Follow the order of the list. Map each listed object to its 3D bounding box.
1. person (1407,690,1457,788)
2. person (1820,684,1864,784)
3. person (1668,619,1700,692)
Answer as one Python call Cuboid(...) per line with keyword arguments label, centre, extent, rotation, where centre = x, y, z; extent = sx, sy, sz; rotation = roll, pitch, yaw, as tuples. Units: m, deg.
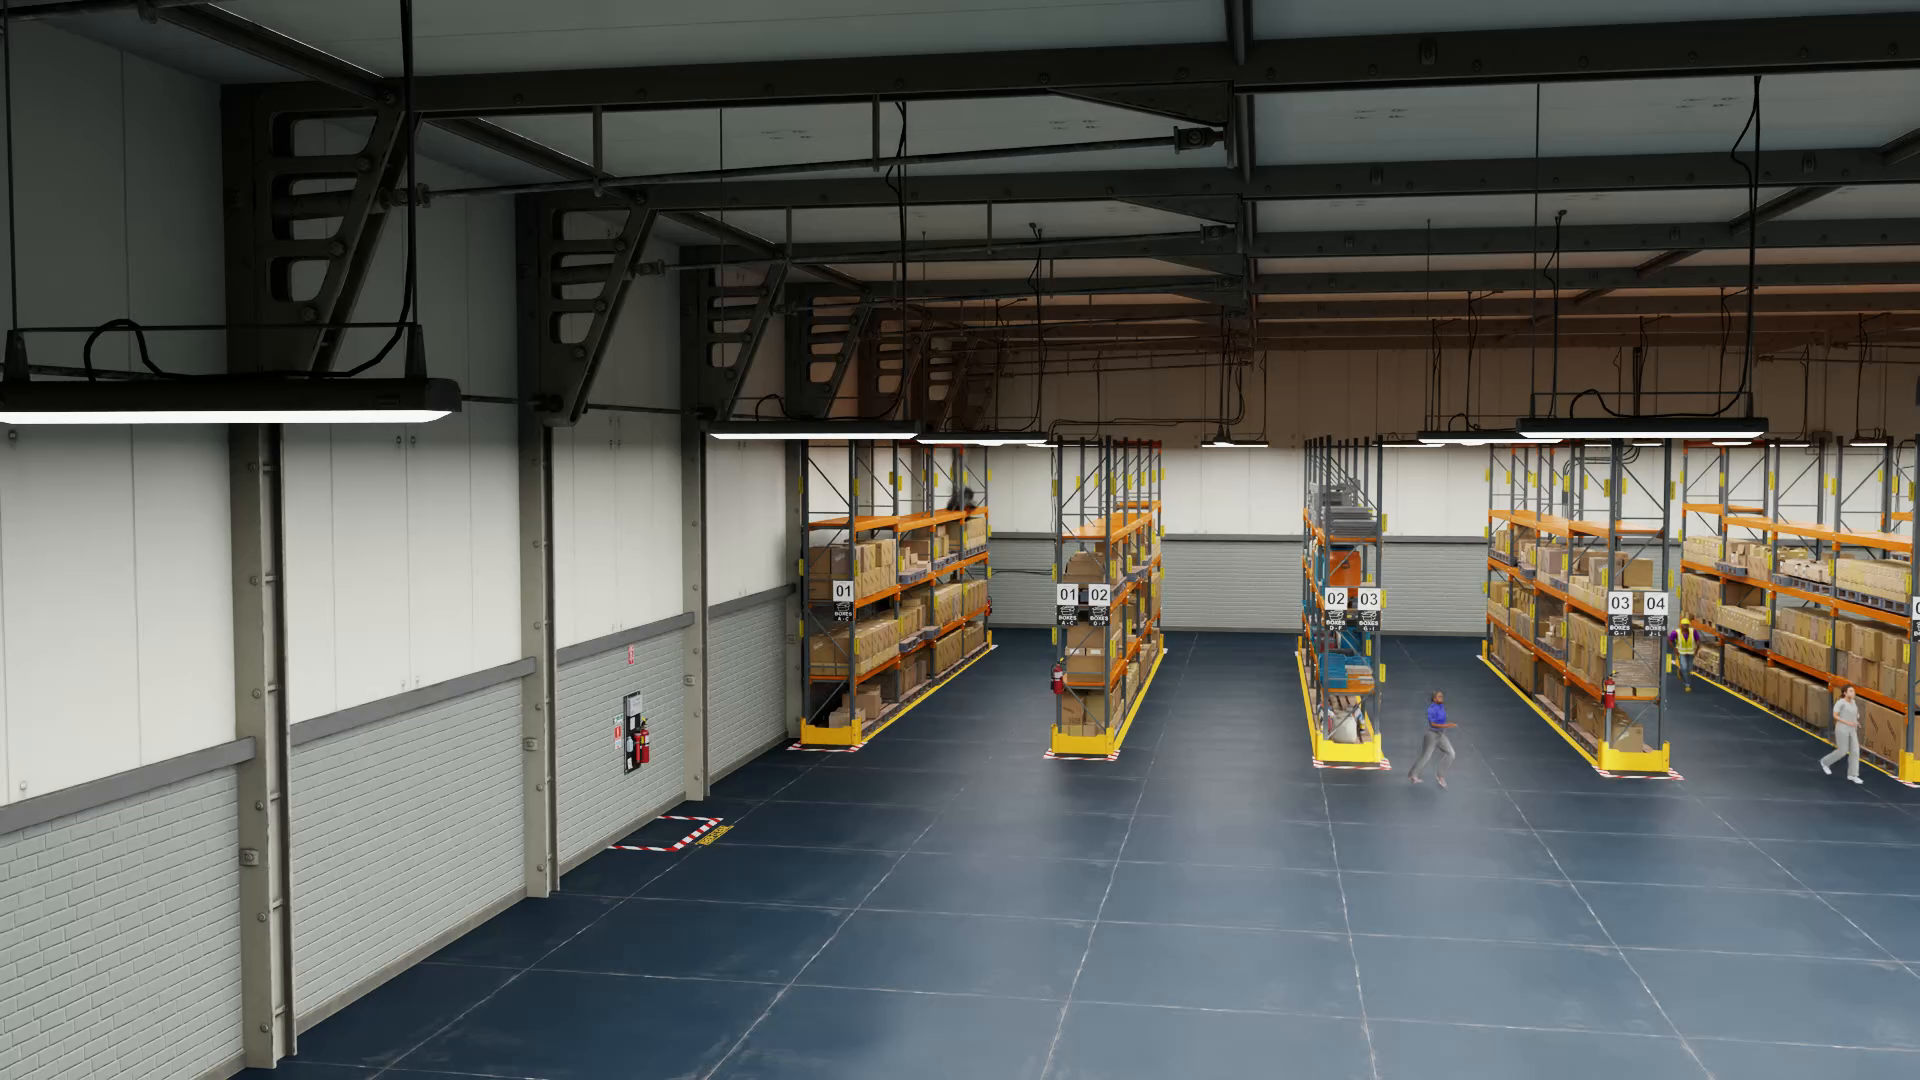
Cuboid(label="person", centre=(8.063, 3.377, 28.245), extent=(0.584, 1.660, 0.866), rotation=(-3, 4, -45))
Cuboid(label="person", centre=(15.356, 3.334, 28.872), extent=(0.588, 1.684, 0.813), rotation=(-1, 3, -21))
Cuboid(label="person", centre=(17.315, 2.733, 39.793), extent=(0.710, 1.745, 0.888), rotation=(0, 3, 6))
